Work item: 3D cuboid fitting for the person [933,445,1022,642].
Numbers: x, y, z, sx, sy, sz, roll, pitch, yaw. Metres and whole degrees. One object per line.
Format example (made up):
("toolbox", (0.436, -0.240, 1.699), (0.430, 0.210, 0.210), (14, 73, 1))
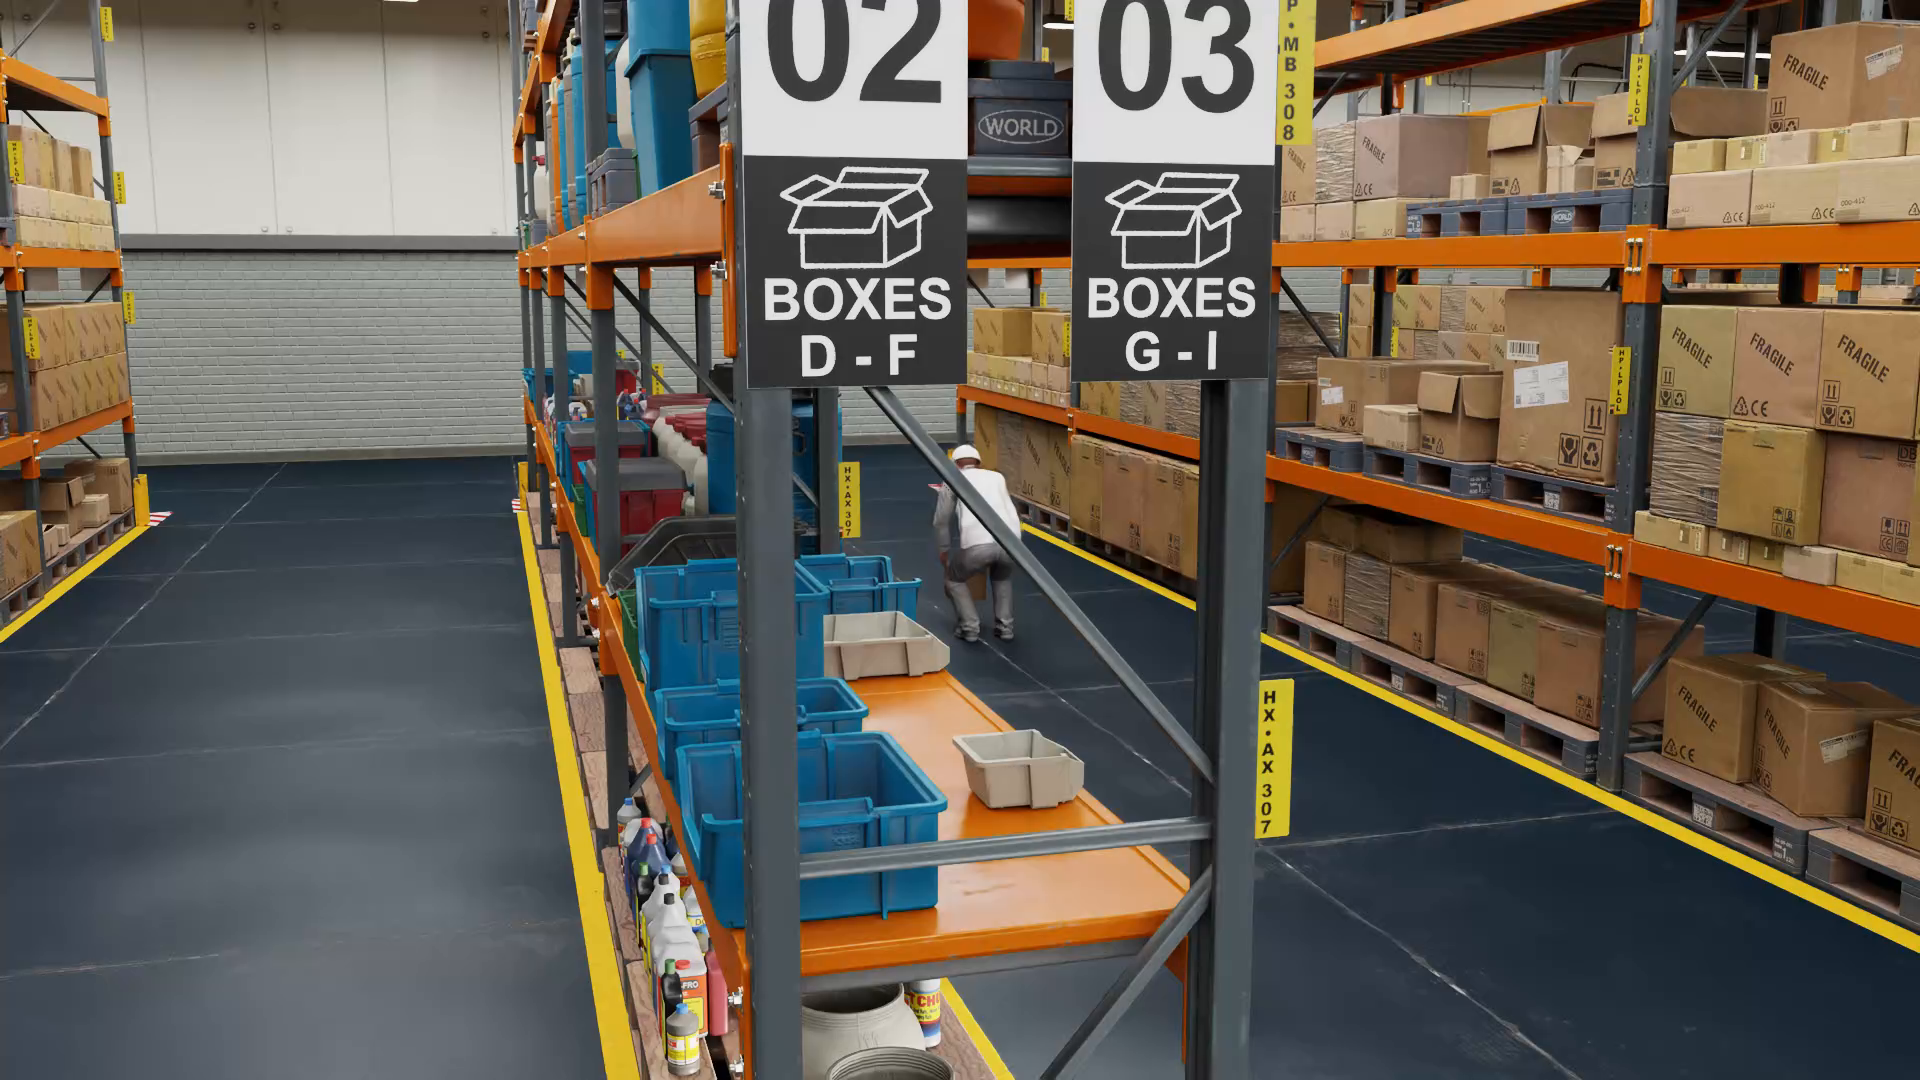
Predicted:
("person", (0.119, 0.021, 11.963), (0.589, 1.363, 0.797), (-3, 10, -16))
